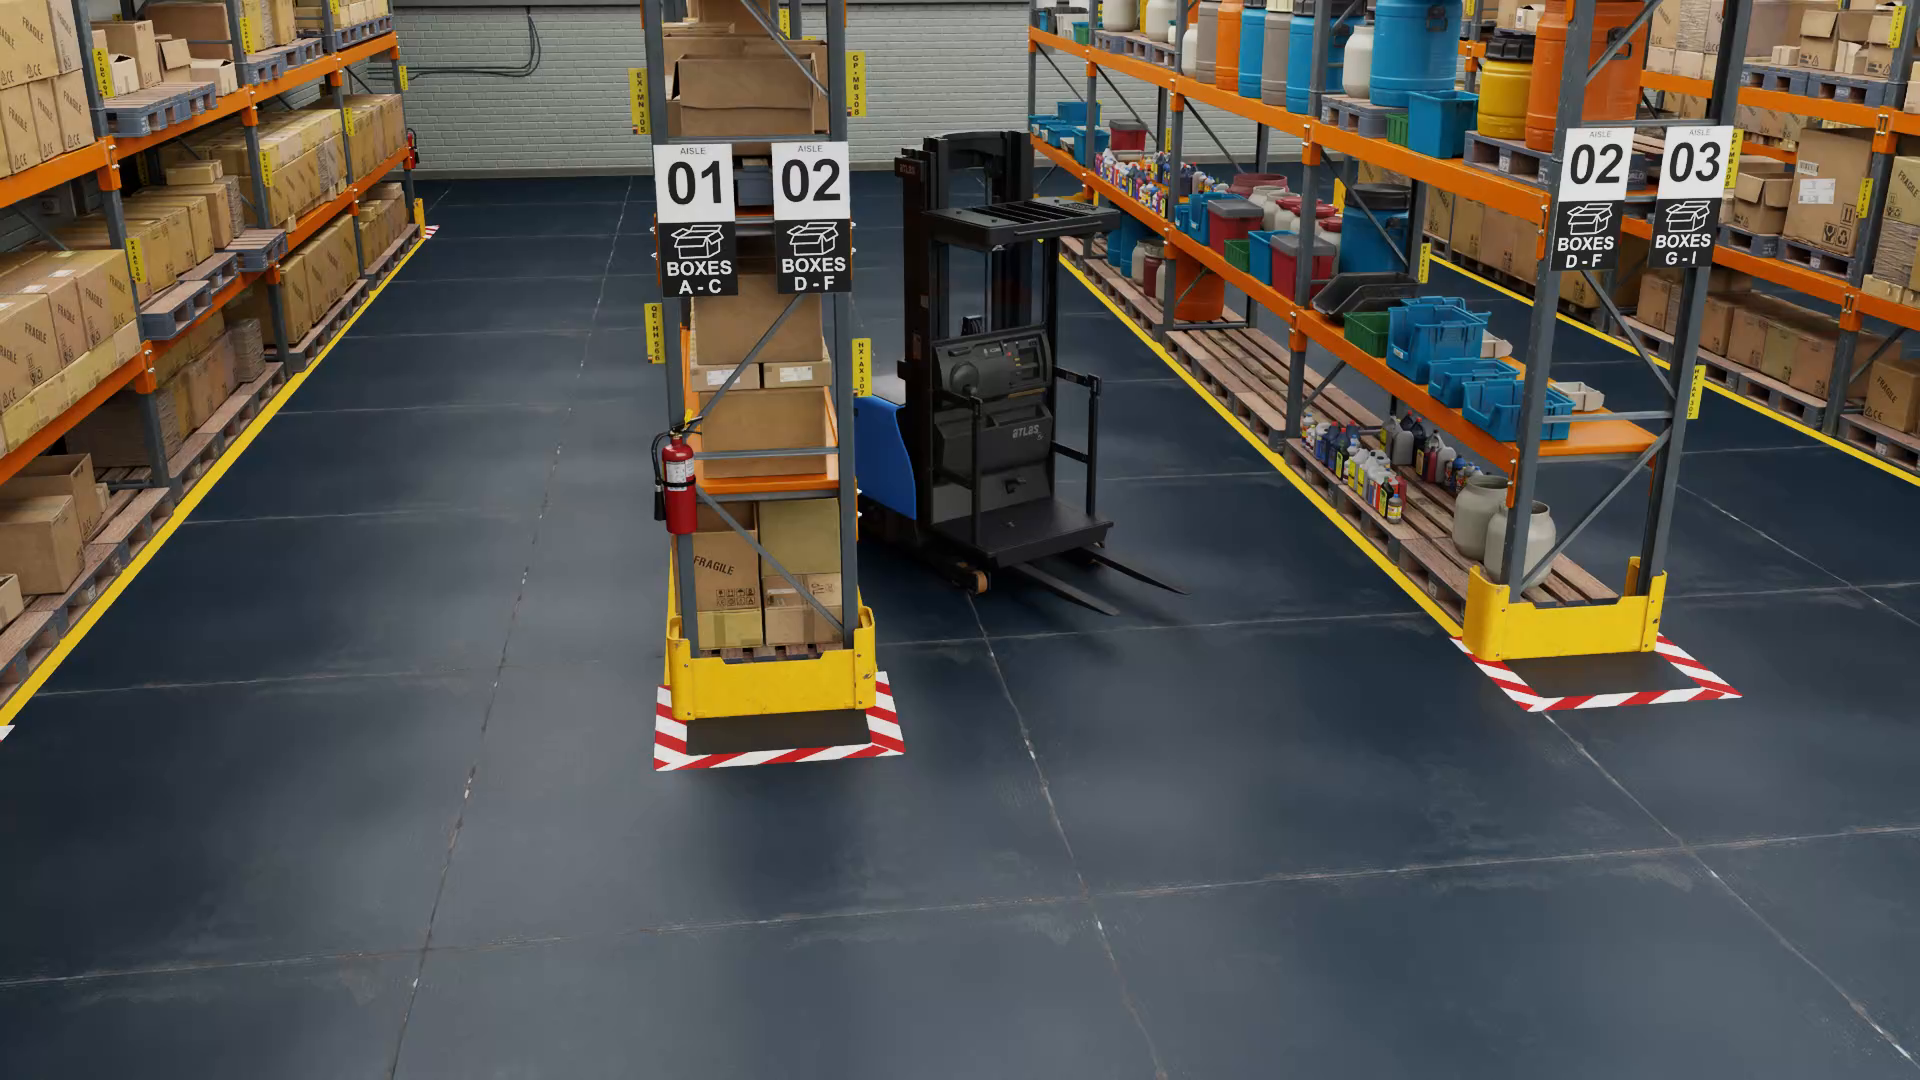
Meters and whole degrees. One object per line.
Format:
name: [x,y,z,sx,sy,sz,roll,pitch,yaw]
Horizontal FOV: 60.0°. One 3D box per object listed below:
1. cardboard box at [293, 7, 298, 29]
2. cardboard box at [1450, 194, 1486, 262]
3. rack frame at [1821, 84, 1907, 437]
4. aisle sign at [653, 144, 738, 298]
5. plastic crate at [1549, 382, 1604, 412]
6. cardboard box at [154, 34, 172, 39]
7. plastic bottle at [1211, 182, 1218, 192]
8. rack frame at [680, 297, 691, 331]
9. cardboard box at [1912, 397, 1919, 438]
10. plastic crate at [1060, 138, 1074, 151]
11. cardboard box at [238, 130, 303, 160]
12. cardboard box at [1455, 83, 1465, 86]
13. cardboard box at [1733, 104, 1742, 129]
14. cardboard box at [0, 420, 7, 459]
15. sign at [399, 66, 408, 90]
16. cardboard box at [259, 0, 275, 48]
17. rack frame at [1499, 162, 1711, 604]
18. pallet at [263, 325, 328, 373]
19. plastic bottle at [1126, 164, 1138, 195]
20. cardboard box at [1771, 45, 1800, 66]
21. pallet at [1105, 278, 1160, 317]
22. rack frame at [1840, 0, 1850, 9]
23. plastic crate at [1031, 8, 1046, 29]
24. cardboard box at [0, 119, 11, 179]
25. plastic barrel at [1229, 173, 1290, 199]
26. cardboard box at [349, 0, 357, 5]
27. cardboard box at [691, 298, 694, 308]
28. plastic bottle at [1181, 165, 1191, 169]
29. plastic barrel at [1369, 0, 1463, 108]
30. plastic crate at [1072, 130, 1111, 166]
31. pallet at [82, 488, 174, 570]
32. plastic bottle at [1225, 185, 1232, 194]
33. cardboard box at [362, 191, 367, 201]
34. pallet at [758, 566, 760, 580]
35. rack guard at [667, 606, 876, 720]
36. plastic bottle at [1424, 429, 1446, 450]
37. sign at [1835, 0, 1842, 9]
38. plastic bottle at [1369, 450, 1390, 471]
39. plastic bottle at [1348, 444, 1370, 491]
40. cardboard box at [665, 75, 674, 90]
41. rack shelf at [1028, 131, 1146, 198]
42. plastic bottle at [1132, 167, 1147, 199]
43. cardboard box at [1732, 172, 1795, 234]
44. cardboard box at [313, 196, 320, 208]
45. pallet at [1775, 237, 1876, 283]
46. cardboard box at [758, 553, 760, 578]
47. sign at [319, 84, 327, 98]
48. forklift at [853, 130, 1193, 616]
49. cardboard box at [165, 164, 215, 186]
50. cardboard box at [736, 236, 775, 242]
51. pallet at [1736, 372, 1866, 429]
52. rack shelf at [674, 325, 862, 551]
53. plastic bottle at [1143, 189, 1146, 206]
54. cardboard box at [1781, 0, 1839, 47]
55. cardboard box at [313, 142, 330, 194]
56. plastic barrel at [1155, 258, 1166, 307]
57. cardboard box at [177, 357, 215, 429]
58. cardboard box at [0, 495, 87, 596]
cardboard box: [-8.049,-6.180,19.660,0.500,0.250,0.500,-3,21,-7]
cardboard box: [7.099,-4.107,21.361,1.225,0.875,0.875,-3,21,-8]
rack frame: [8.140,-2.356,14.238,1.000,3.000,0.127,-3,21,-8]
aisle sign: [-1.368,-1.653,8.640,0.394,0.787,0.004,-3,21,-8]
plastic crate: [4.005,-0.924,10.780,0.298,0.136,0.250,-3,21,-8]
cardboard box: [-7.265,-4.192,14.695,0.500,0.500,0.500,-3,21,-8]
plastic bottle: [2.803,-3.796,18.276,0.097,0.271,0.097,0,20,0]
rack frame: [-1.663,-1.858,12.903,1.000,3.000,0.127,-3,21,-8]
cardboard box: [8.248,-1.044,13.695,0.500,0.500,0.500,4,21,9]
plastic crate: [1.537,-5.369,22.594,0.293,0.136,0.466,-3,21,-8]
cardboard box: [-7.106,-4.068,17.152,0.500,0.250,0.500,-3,21,-7]
cardboard box: [6.588,-5.866,22.352,0.500,0.500,0.500,-3,21,-7]
cardboard box: [11.364,-6.213,23.995,0.500,0.500,0.500,-3,21,-9]
cardboard box: [-5.833,-0.525,9.520,0.500,0.250,0.500,-4,21,-9]
sign: [-7.756,-6.437,23.171,0.100,0.325,0.005,-3,21,-8]
cardboard box: [-7.547,-5.358,17.217,0.700,0.500,0.500,-3,21,-8]
rack frame: [3.815,-0.721,9.861,1.000,3.000,0.127,-3,21,-8]
pallet: [-7.181,-1.962,17.168,1.003,0.211,1.213,-3,21,-8]
plastic bottle: [1.989,-4.150,19.111,0.144,0.351,0.185,-3,21,-8]
cardboard box: [7.771,-4.493,15.405,0.380,0.166,0.250,-3,21,-9]
pallet: [2.335,-2.877,19.618,1.003,0.211,1.213,-3,21,-8]
rack frame: [11.909,-8.152,21.180,1.000,3.000,0.127,-3,21,-8]
plastic crate: [1.289,-7.458,23.796,0.497,0.269,0.590,-3,21,-8]
cardboard box: [-6.008,-2.363,9.798,0.500,0.500,0.500,-2,21,-4]
plastic barrel: [3.029,-3.410,16.864,0.600,0.536,0.708,-3,21,-8]
cardboard box: [-7.624,-6.745,20.101,0.500,0.500,0.500,-3,21,-9]
cardboard box: [-1.556,-1.483,10.830,0.380,0.149,0.250,-3,21,-8]
plastic bottle: [2.640,-4.270,19.539,0.152,0.276,0.135,-3,21,-8]
plastic barrel: [3.276,-3.593,11.946,0.600,0.901,0.708,-3,21,-8]
plastic crate: [1.681,-5.041,21.364,0.392,0.384,0.575,-3,21,-8]
pallet: [-6.433,-0.070,12.101,1.003,0.211,1.213,-3,21,-8]
plastic bottle: [2.917,-3.719,18.053,0.061,0.283,0.133,-3,21,-8]
cardboard box: [-8.201,-4.625,22.357,0.380,0.149,0.250,-3,21,-7]
pallet: [-1.411,0.149,11.515,1.003,0.211,1.213,-3,21,-8]
rack guard: [-1.083,0.706,9.610,1.175,0.500,0.348,-3,21,-8]
plastic bottle: [3.691,-0.685,12.920,0.144,0.351,0.185,-3,21,-8]
sign: [11.374,-6.959,21.534,0.100,0.325,0.005,-3,21,-8]
plastic bottle: [3.176,-0.540,12.638,0.152,0.276,0.135,-3,21,-8]
plastic bottle: [3.033,-0.559,12.582,0.144,0.351,0.185,-3,21,-8]
cardboard box: [-1.594,-2.677,10.136,0.500,0.311,0.500,-1,20,-1]
rack shelf: [1.797,-5.232,22.965,1.077,0.370,4.000,-3,21,-8]
plastic bottle: [2.035,-4.040,18.816,0.144,0.351,0.185,-3,21,-8]
cardboard box: [7.799,-3.197,15.741,0.797,0.503,0.637,-1,20,-2]
cardboard box: [-7.249,-3.723,18.229,0.380,0.149,0.250,-3,21,-9]
pallet: [8.174,-2.538,14.999,1.003,0.211,1.213,-3,21,-8]
cardboard box: [-1.091,0.075,11.057,0.500,0.250,0.500,-3,21,-8]
sign: [-8.845,-6.178,23.120,0.100,0.325,0.005,-3,21,-8]
forklift: [0.358,-1.195,11.226,1.130,2.935,3.031,-14,25,-33]
cardboard box: [-7.001,-3.320,15.119,0.380,0.149,0.250,-6,21,-17]
cardboard box: [-1.304,-1.664,10.388,0.700,0.500,0.500,-3,21,-8]
pallet: [8.026,-1.319,15.447,1.003,0.211,1.213,-3,21,-8]
rack shelf: [-1.375,-0.828,11.175,1.077,0.370,4.000,-3,21,-8]
plastic bottle: [2.080,-3.806,18.404,0.097,0.201,0.097,0,20,0]
cardboard box: [8.021,-4.926,15.972,0.500,0.500,0.500,-3,21,-7]
cardboard box: [-7.255,-4.075,18.242,0.500,0.500,0.500,-3,21,-8]
plastic barrel: [2.405,-2.882,18.601,0.421,0.512,0.421,0,20,0]
cardboard box: [-6.845,-1.251,14.222,0.700,0.500,0.500,-3,21,-7]
cardboard box: [-6.137,0.045,10.752,0.700,0.500,0.500,-4,21,-11]
